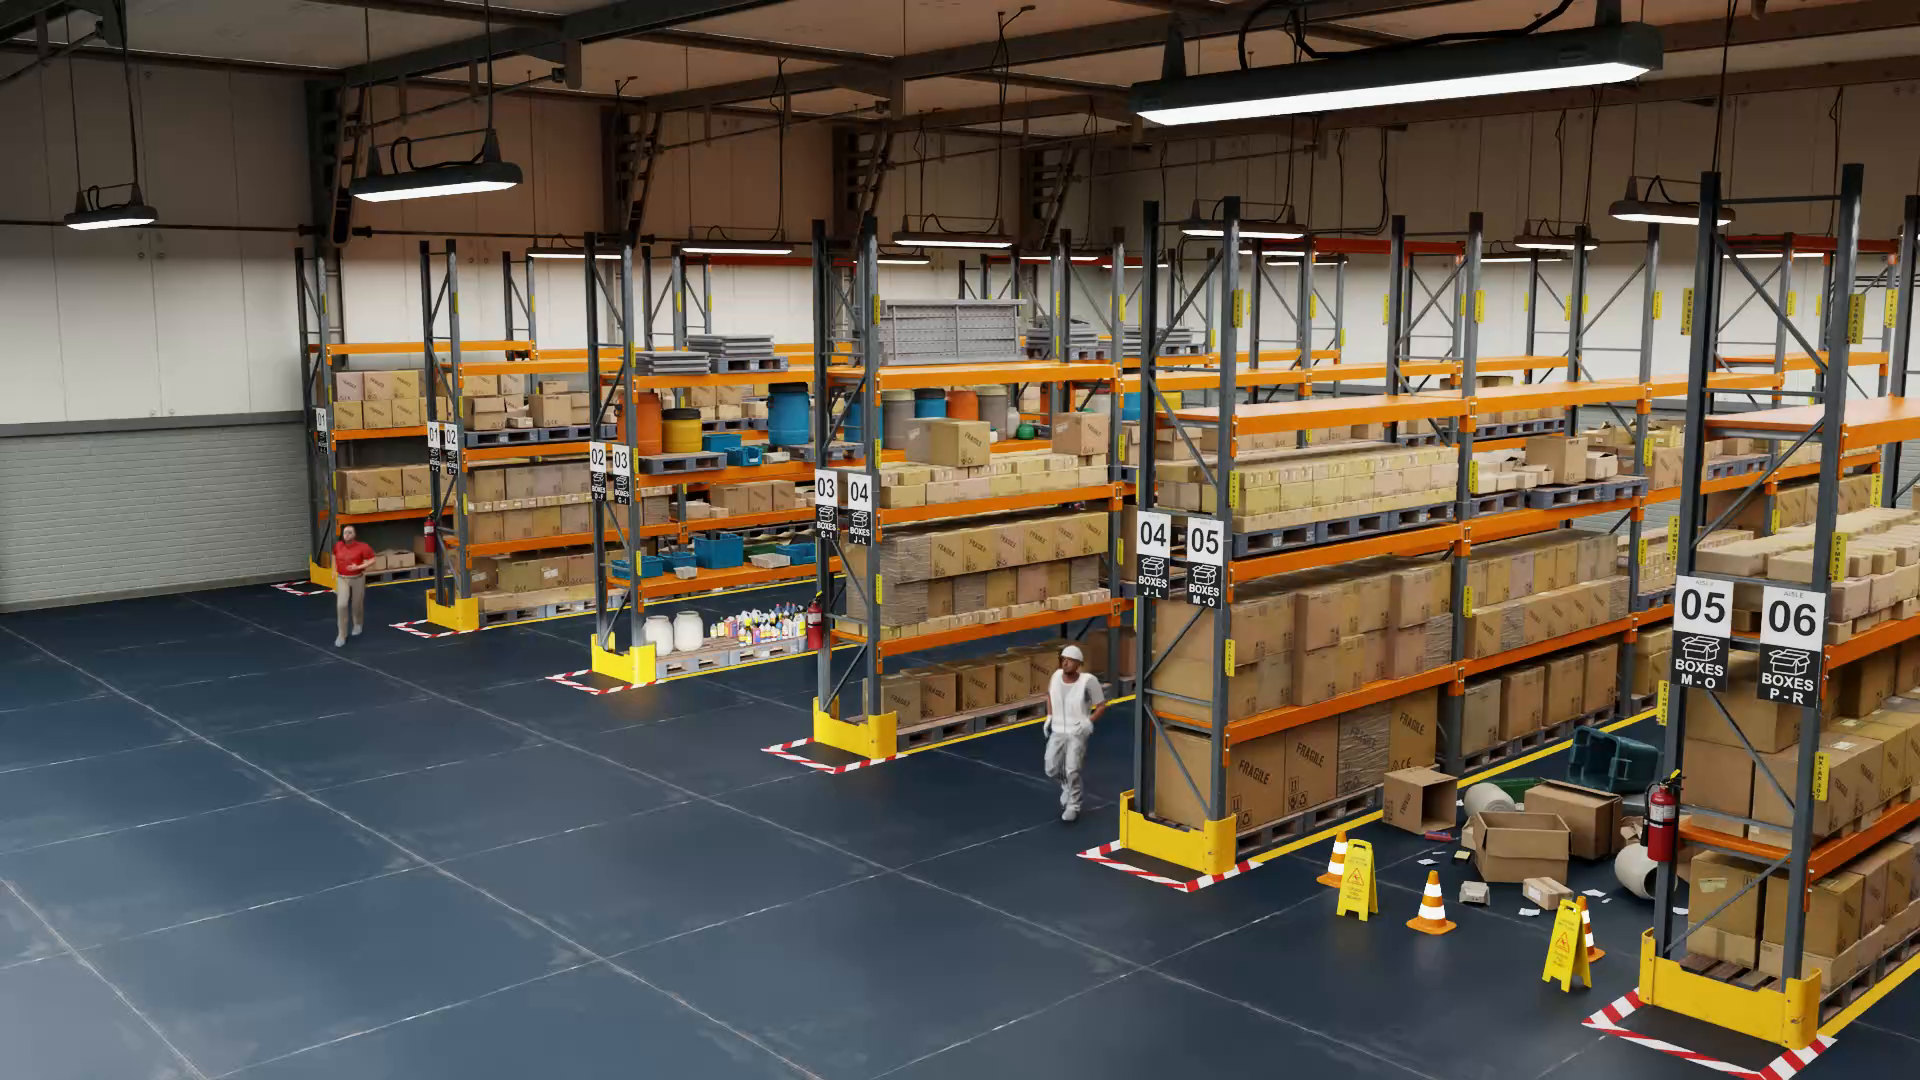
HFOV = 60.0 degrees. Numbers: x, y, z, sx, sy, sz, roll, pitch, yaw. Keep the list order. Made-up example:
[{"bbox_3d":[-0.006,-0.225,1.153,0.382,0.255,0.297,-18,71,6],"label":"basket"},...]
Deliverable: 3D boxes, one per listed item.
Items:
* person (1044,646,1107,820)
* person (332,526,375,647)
[{"bbox_3d":[1.106,1.902,16.475,0.682,1.746,0.590,5,10,30],"label":"person"},{"bbox_3d":[-9.117,0.653,24.982,0.628,1.766,0.853,-2,9,-11],"label":"person"}]
